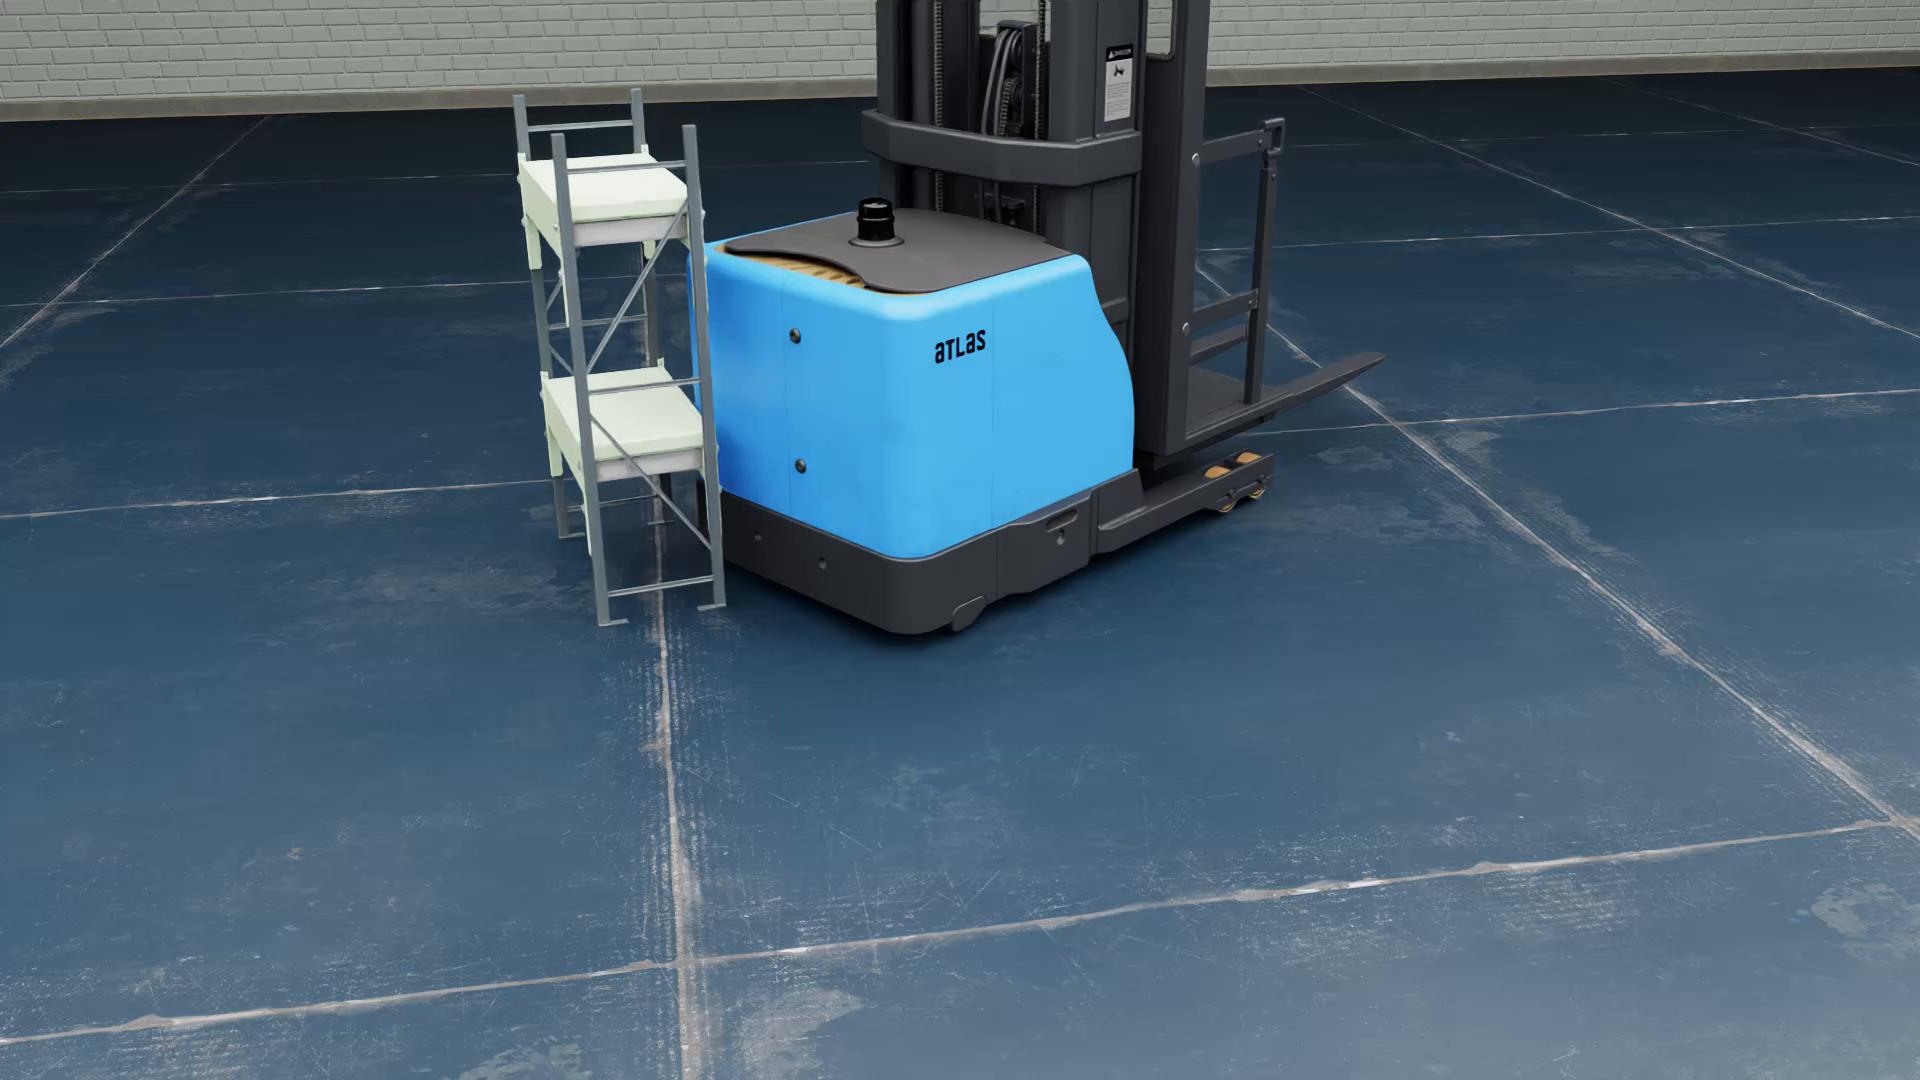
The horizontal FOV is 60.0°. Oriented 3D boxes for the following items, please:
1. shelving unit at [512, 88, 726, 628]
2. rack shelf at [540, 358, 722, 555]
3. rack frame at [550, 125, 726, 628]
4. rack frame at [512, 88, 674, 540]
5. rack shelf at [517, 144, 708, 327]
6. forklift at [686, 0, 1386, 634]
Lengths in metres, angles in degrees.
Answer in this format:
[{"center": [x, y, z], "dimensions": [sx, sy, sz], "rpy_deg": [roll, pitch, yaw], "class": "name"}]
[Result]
[{"center": [-1.066, -0.585, 5.215], "dimensions": [0.431, 1.500, 0.755], "rpy_deg": [-9, 25, -20], "class": "shelving unit"}, {"center": [-1.066, -0.286, 5.345], "dimensions": [0.431, 0.370, 0.720], "rpy_deg": [-9, 25, -20], "class": "rack shelf"}, {"center": [-0.930, -0.449, 4.903], "dimensions": [0.400, 1.500, 0.023], "rpy_deg": [-9, 25, -20], "class": "rack frame"}, {"center": [-1.202, -0.721, 5.526], "dimensions": [0.400, 1.500, 0.023], "rpy_deg": [-9, 25, -20], "class": "rack frame"}, {"center": [-1.066, -0.942, 5.058], "dimensions": [0.431, 0.370, 0.720], "rpy_deg": [-9, 25, -20], "class": "rack shelf"}, {"center": [0.508, -1.564, 5.669], "dimensions": [1.130, 2.935, 3.031], "rpy_deg": [21, 31, 39], "class": "forklift"}]
